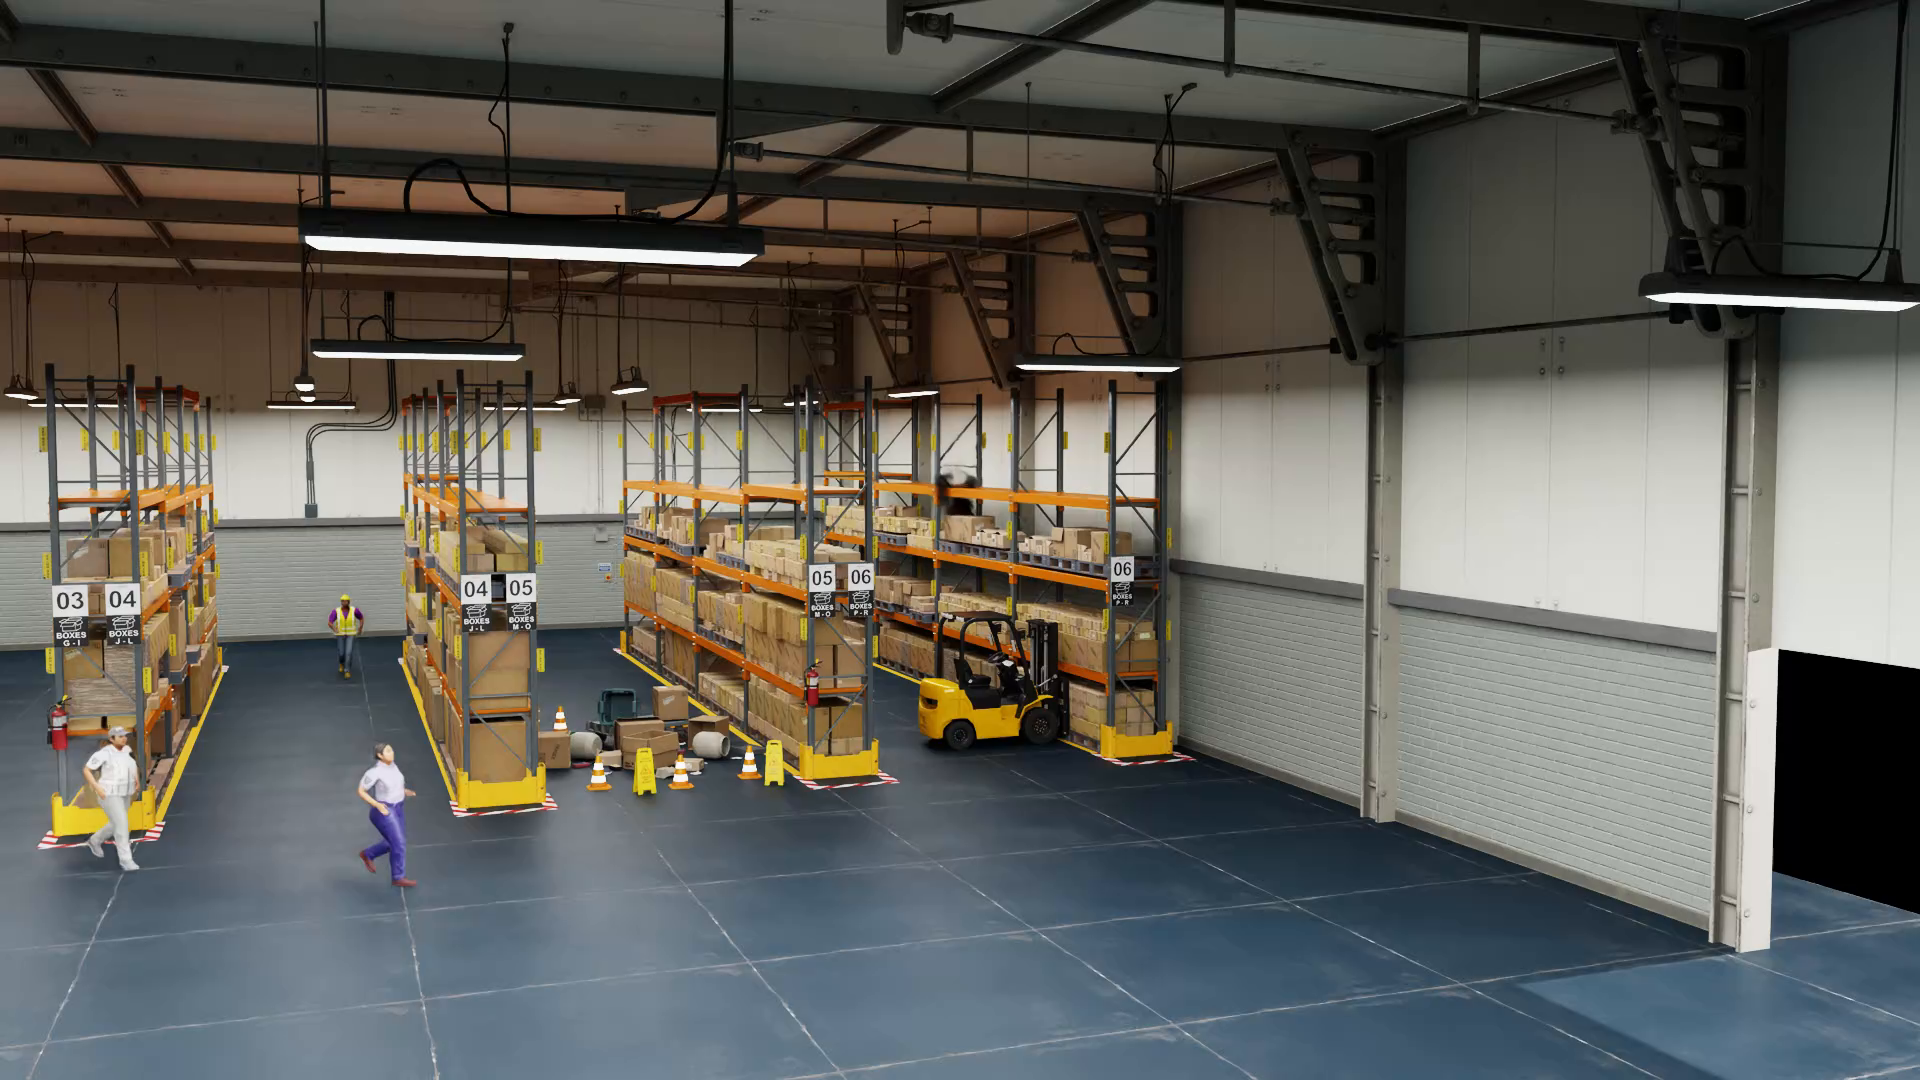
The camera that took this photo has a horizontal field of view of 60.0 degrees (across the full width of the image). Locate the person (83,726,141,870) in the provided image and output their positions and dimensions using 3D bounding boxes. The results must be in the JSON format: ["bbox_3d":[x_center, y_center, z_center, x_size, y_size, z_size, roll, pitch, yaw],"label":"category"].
[{"bbox_3d":[-10.025,3.041,19.704,0.869,1.690,0.624,1,3,16],"label":"person"}]

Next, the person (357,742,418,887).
[{"bbox_3d":[-6.510,3.094,18.827,0.803,1.611,0.620,1,3,13],"label":"person"}]

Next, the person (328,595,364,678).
[{"bbox_3d":[-13.154,2.049,35.645,0.726,1.768,0.800,-1,4,-19],"label":"person"}]
